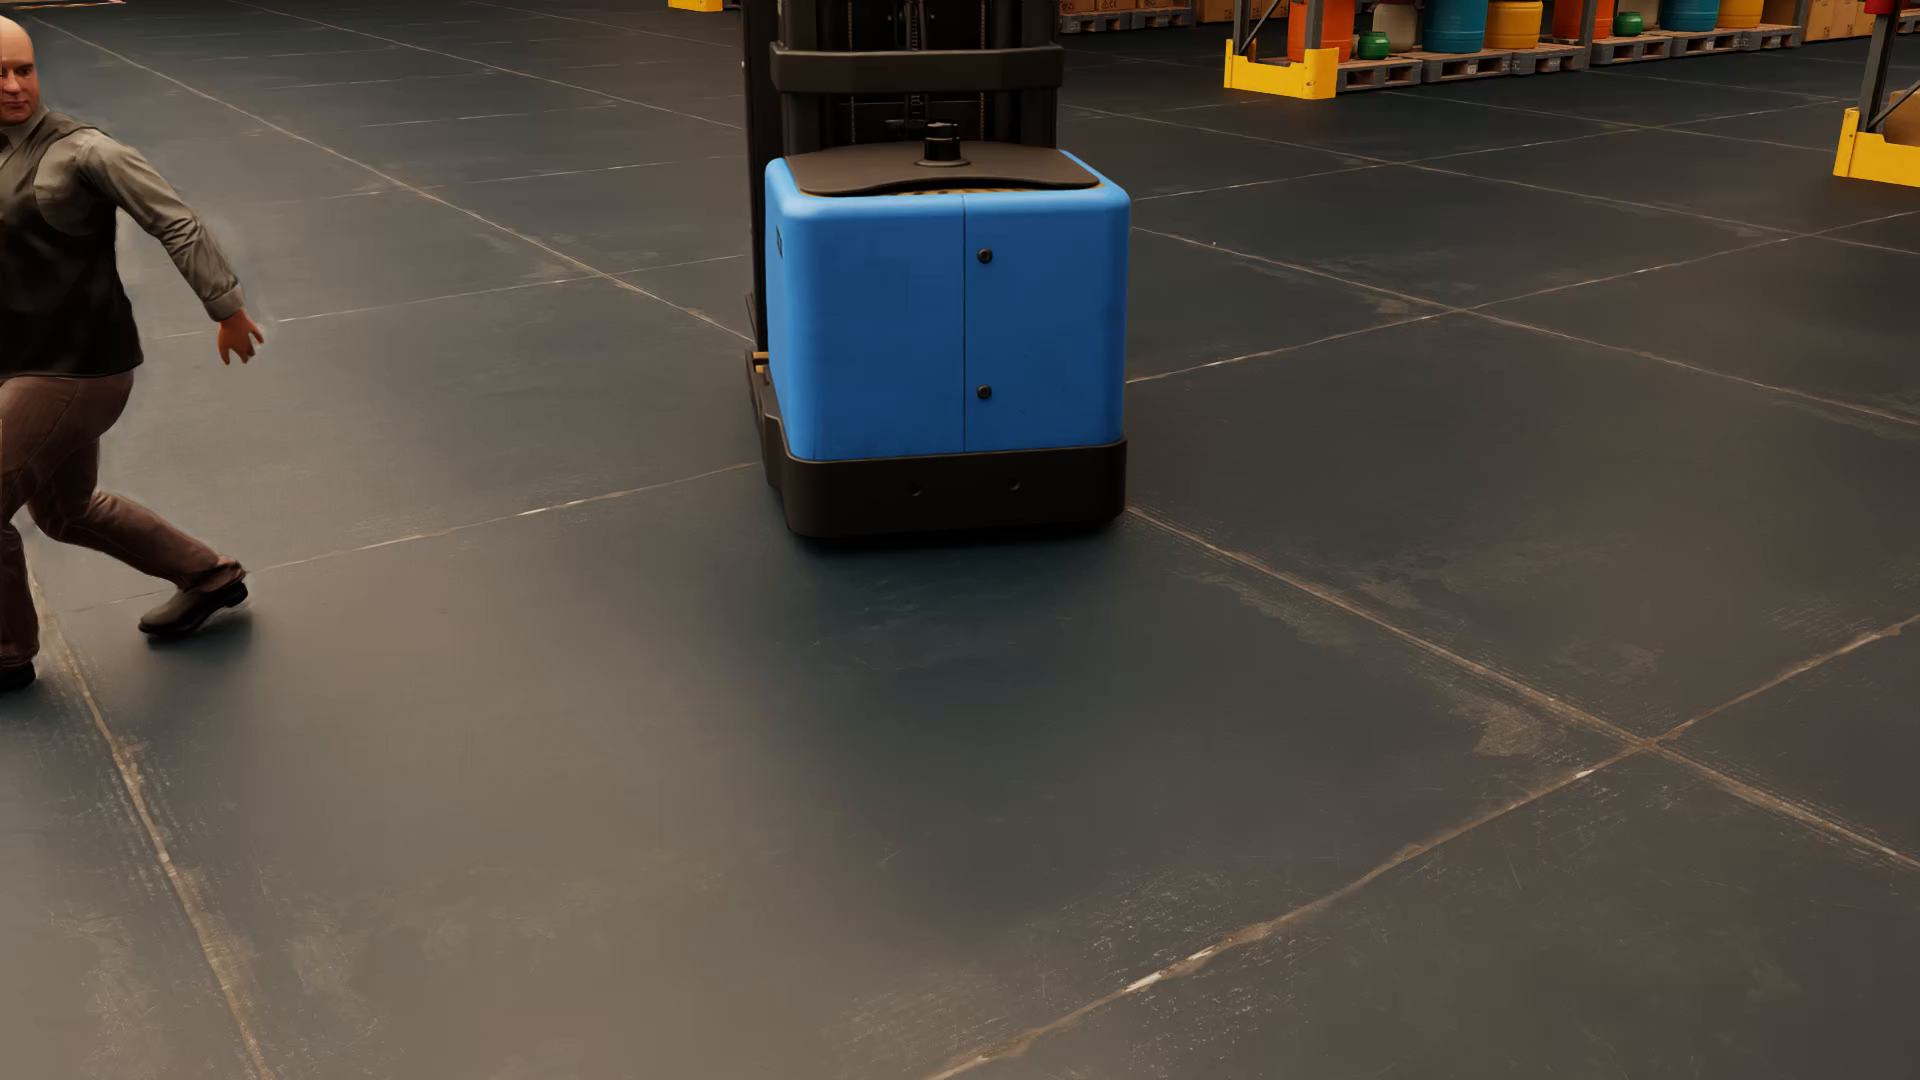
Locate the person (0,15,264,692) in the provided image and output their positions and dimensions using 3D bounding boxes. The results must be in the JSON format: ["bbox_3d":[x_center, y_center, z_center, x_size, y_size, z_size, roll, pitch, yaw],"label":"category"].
[{"bbox_3d":[-2.250,-0.430,4.097,0.551,1.653,0.936,20,30,41],"label":"person"}]

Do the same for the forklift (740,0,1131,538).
[{"bbox_3d":[-0.246,-1.885,5.913,1.130,2.935,3.031,-4,22,-9],"label":"forklift"}]
